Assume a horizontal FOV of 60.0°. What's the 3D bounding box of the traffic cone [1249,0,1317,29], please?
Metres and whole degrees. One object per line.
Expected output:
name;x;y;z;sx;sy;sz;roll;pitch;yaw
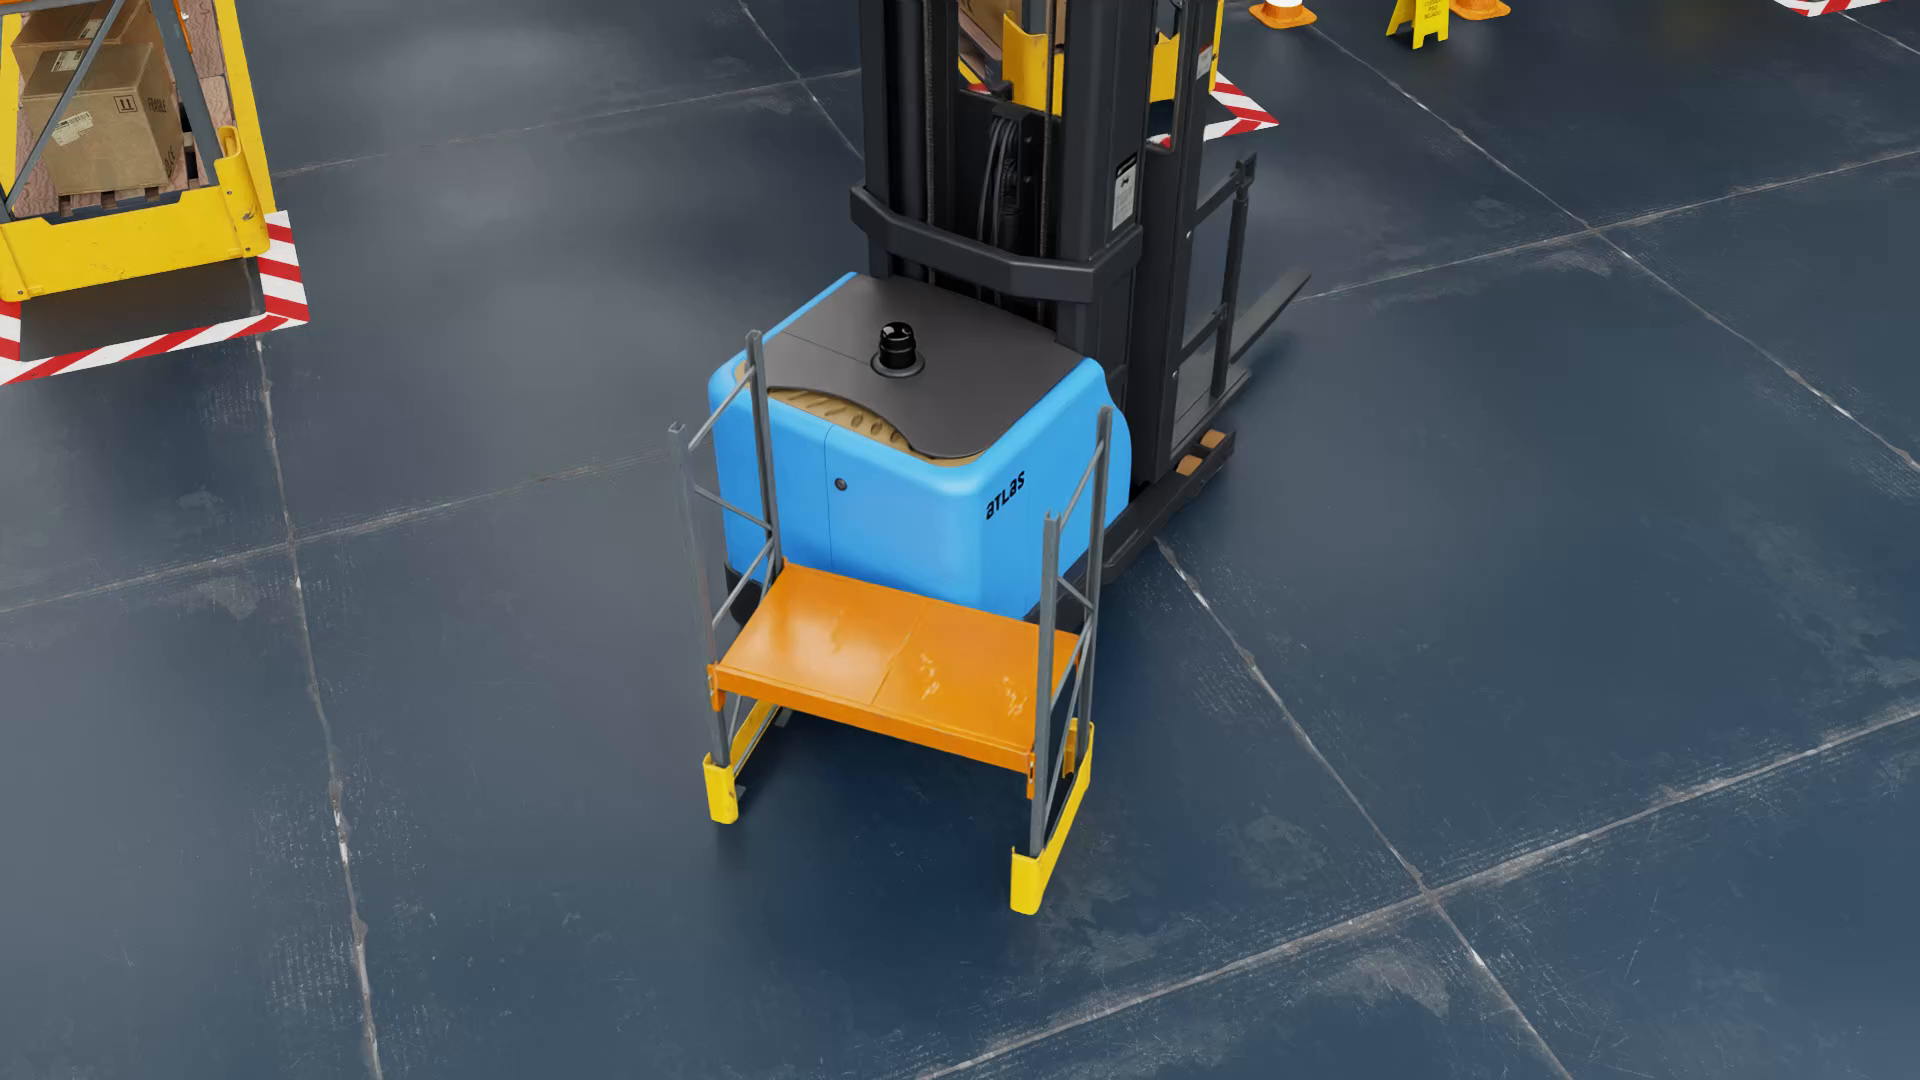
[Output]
traffic cone;1.915;-3.290;9.721;0.336;0.463;0.334;-15;43;-17

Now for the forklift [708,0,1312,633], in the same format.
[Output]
forklift;0.425;-1.431;5.667;1.130;2.935;3.031;23;46;25

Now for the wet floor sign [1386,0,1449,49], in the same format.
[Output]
wet floor sign;2.647;-3.161;9.431;0.267;0.644;0.232;-23;46;-24

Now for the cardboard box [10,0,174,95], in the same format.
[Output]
cardboard box;-4.299;-2.344;8.271;0.500;0.500;0.500;-5;41;-6

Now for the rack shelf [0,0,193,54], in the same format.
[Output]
rack shelf;-4.580;-3.333;8.377;1.077;0.370;4.000;-15;43;-17

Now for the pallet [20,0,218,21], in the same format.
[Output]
pallet;-5.056;-3.357;9.992;1.003;0.211;1.213;-15;43;-17

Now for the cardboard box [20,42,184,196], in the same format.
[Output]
cardboard box;-4.038;-1.993;7.862;0.500;0.500;0.500;-8;41;-9

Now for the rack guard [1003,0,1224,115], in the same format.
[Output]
rack guard;0.815;-2.615;8.908;1.175;0.500;0.348;-15;43;-17

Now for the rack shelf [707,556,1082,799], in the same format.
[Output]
rack shelf;-0.175;0.390;4.923;1.000;0.185;0.538;14;43;15

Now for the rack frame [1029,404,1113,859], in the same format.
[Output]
rack frame;0.302;0.368;4.672;0.032;1.500;0.500;14;43;15

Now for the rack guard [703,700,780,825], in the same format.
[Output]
rack guard;-0.651;0.612;5.346;0.087;0.250;0.587;14;43;15

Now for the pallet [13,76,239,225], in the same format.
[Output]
pallet;-4.122;-1.888;8.283;1.003;0.211;1.213;-15;43;-17

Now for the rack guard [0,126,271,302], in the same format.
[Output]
rack guard;-3.844;-1.499;7.610;1.175;0.500;0.348;-15;43;-17

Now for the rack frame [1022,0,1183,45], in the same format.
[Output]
rack frame;0.806;-3.577;8.110;1.000;3.000;0.127;-15;43;-17

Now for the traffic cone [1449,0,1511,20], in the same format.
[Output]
traffic cone;3.089;-3.367;9.810;0.336;0.463;0.334;-15;43;-17

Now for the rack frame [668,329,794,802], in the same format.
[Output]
rack frame;-0.652;0.138;4.939;0.032;1.500;0.500;14;43;15

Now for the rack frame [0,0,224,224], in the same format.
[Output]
rack frame;-3.815;-2.401;6.741;1.000;3.000;0.127;-15;43;-17

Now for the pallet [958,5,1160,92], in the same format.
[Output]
pallet;0.428;-2.982;9.556;1.003;0.211;1.213;-15;43;-17

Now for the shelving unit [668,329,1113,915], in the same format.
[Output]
shelving unit;-0.183;0.251;4.808;1.083;1.500;0.587;14;43;15

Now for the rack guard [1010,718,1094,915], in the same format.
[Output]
rack guard;0.284;0.838;5.084;0.087;0.250;0.587;14;43;15

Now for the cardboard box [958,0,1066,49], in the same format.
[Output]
cardboard box;0.486;-3.323;9.121;0.875;0.875;0.875;-15;43;-17

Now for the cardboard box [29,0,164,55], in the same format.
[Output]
cardboard box;-4.521;-2.726;8.715;0.500;0.500;0.500;-11;42;-13

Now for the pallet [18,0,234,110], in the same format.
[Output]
pallet;-4.585;-2.621;9.136;1.003;0.211;1.213;-15;43;-17
